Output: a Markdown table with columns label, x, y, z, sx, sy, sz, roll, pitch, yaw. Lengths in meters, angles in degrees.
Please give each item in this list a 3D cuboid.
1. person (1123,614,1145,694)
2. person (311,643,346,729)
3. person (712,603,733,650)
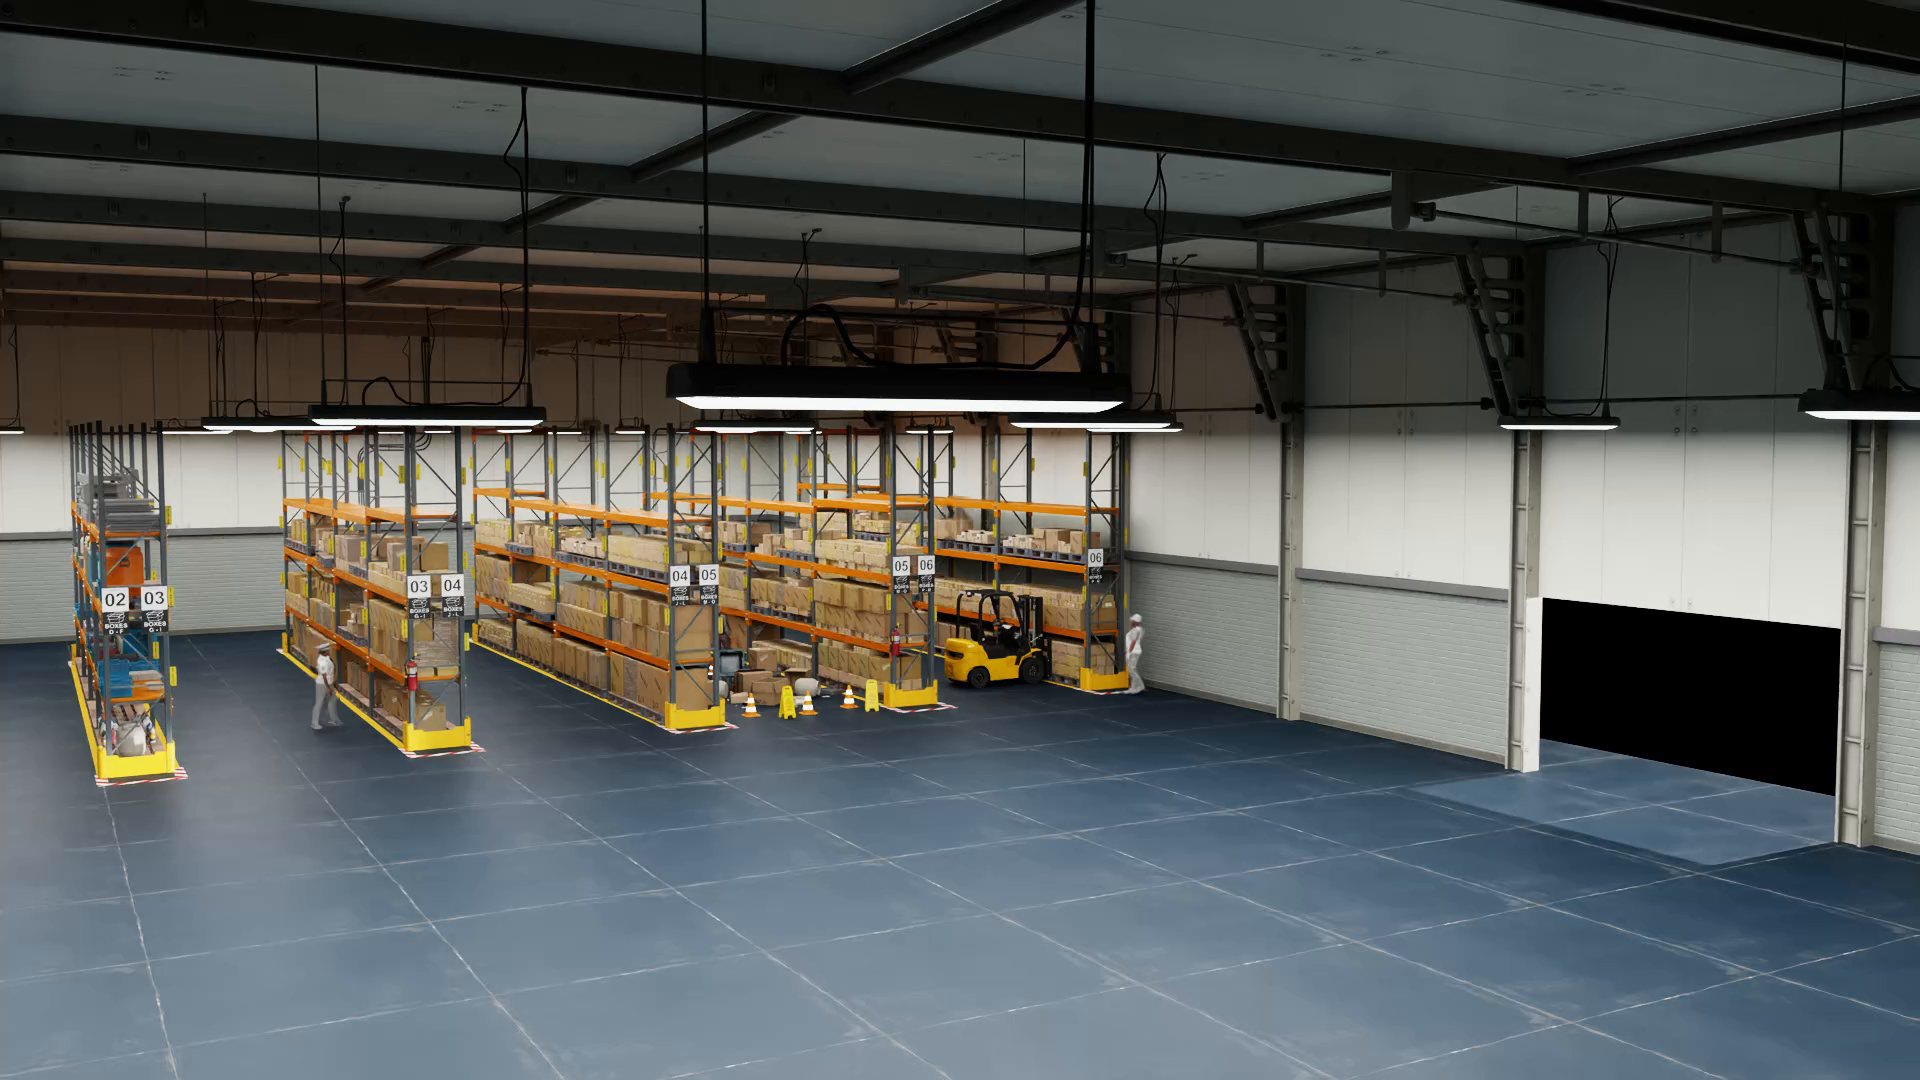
| label | x | y | z | sx | sy | sz | roll | pitch | yaw |
| --- | --- | --- | --- | --- | --- | --- | --- | --- | --- |
| person | 3.876 | 2.536 | 37.027 | 0.474 | 1.789 | 0.634 | 0 | 4 | -2 |
| person | -12.483 | 2.873 | 32.781 | 0.528 | 1.712 | 0.615 | 0 | 4 | 1 |
| person | -5.793 | 2.370 | 40.472 | 0.640 | 1.713 | 0.489 | 2 | 4 | 23 |
